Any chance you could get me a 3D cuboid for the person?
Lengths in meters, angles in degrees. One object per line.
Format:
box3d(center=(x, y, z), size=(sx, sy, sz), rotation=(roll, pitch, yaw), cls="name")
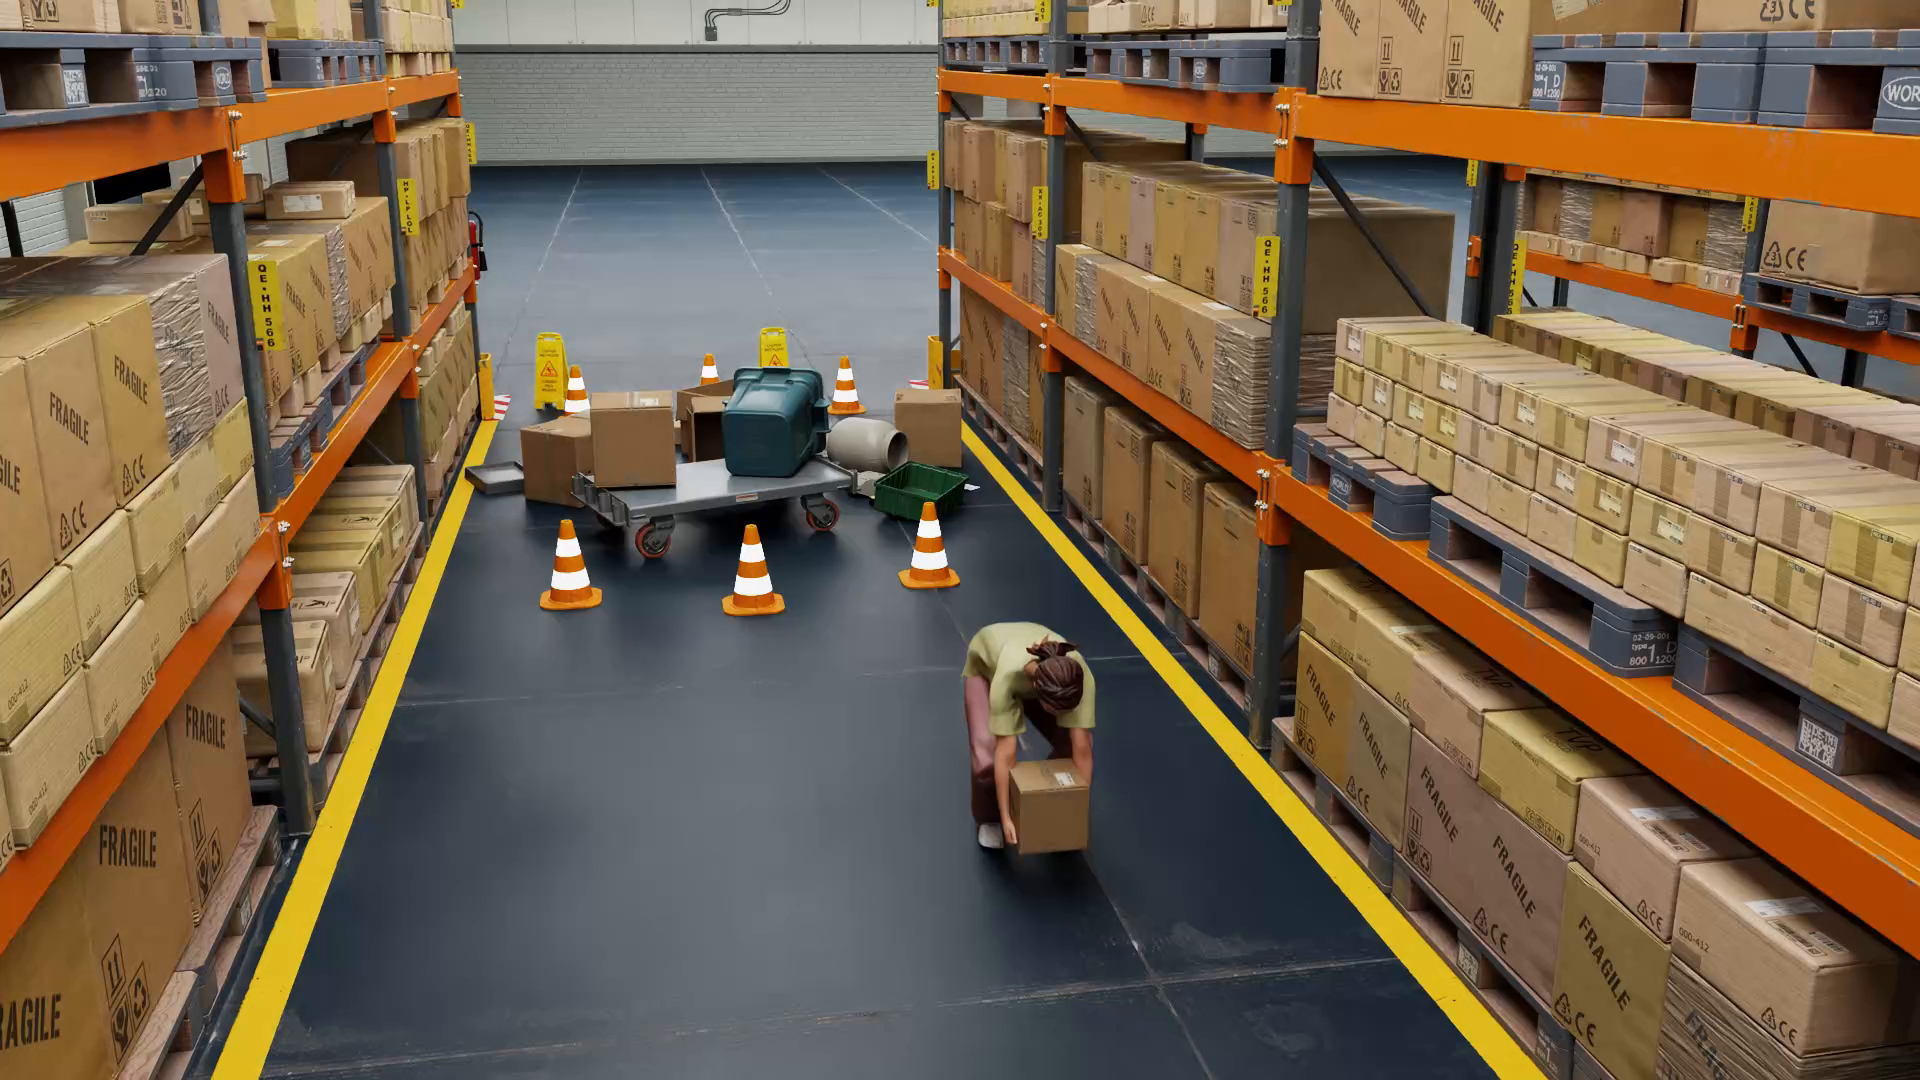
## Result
box3d(center=(0.269, 0.747, 6.282), size=(0.476, 0.954, 0.862), rotation=(-4, 17, -13), cls="person")
